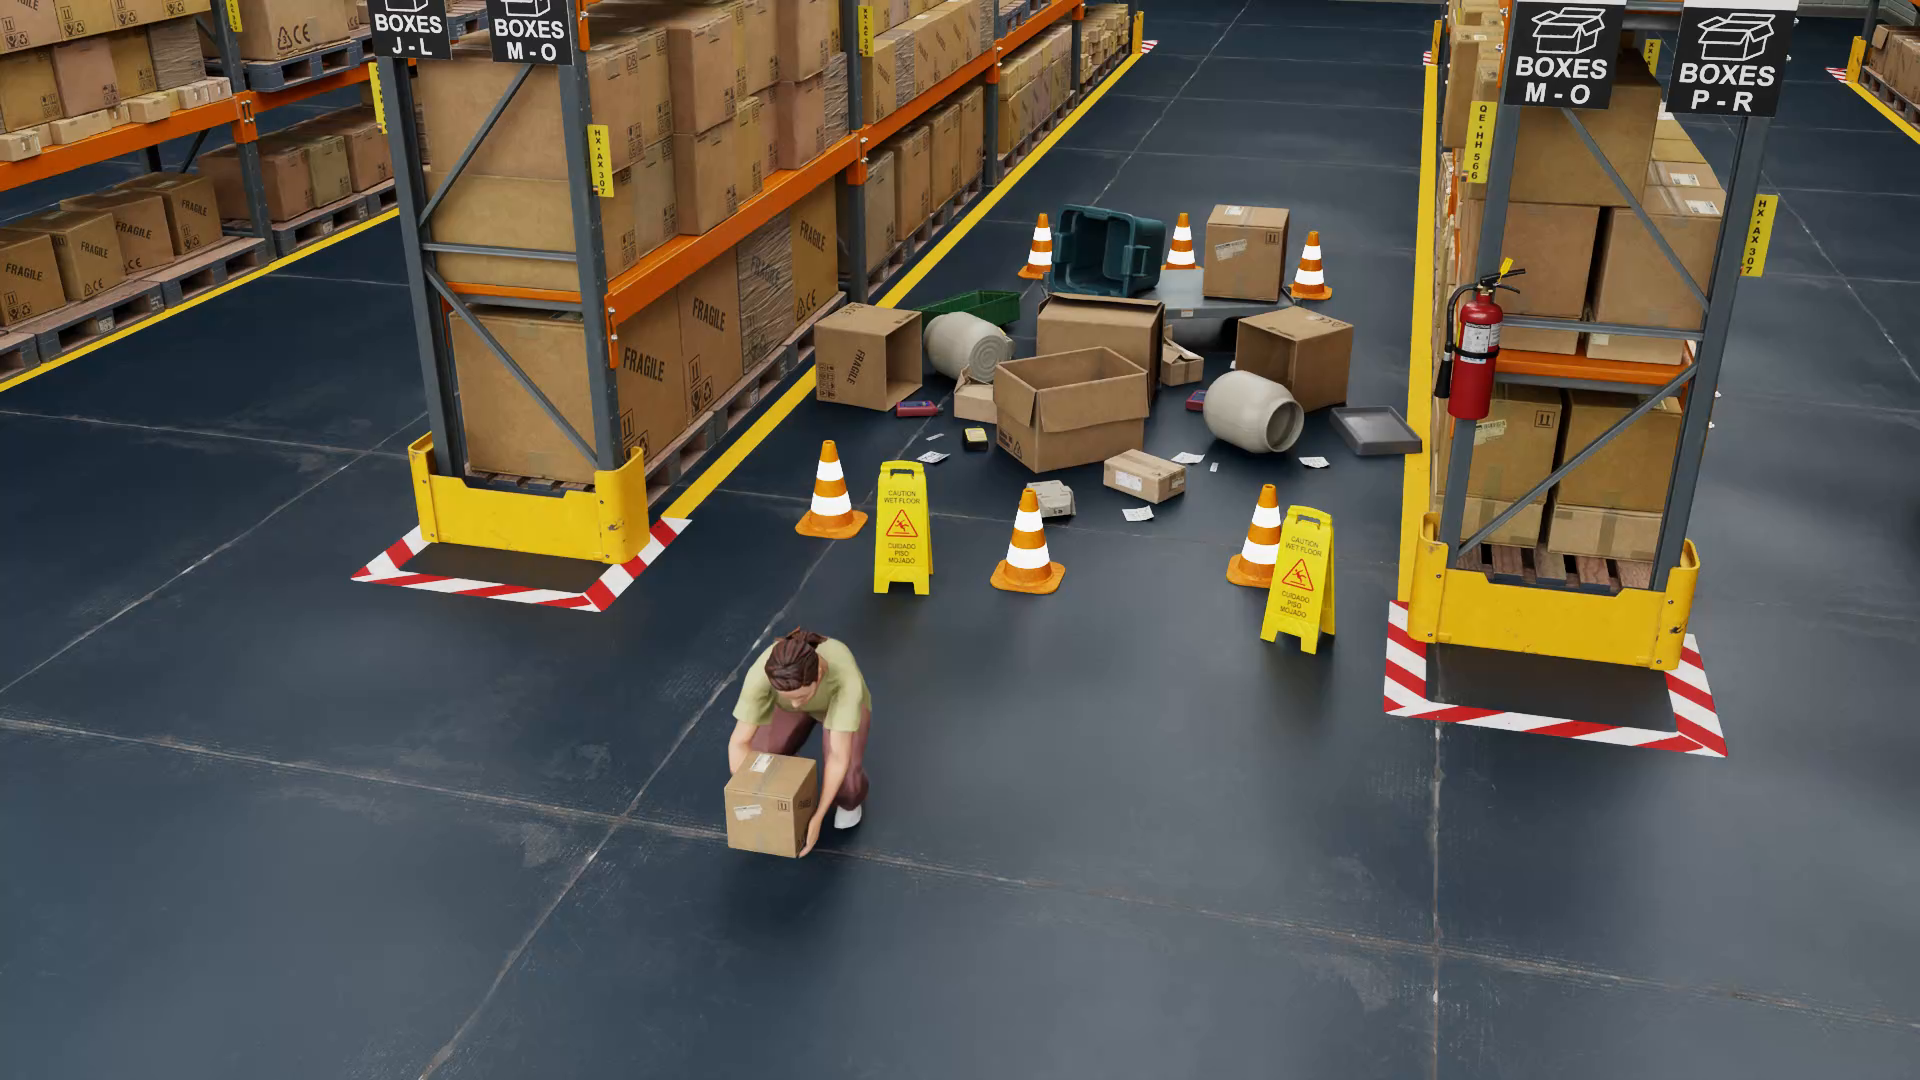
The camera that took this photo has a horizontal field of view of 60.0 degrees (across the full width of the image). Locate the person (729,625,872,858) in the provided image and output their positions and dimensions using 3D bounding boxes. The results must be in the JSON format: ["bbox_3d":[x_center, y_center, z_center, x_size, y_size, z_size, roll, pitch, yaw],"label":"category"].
[{"bbox_3d":[-0.563,0.669,6.081,0.482,0.928,0.806,6,26,13],"label":"person"}]
